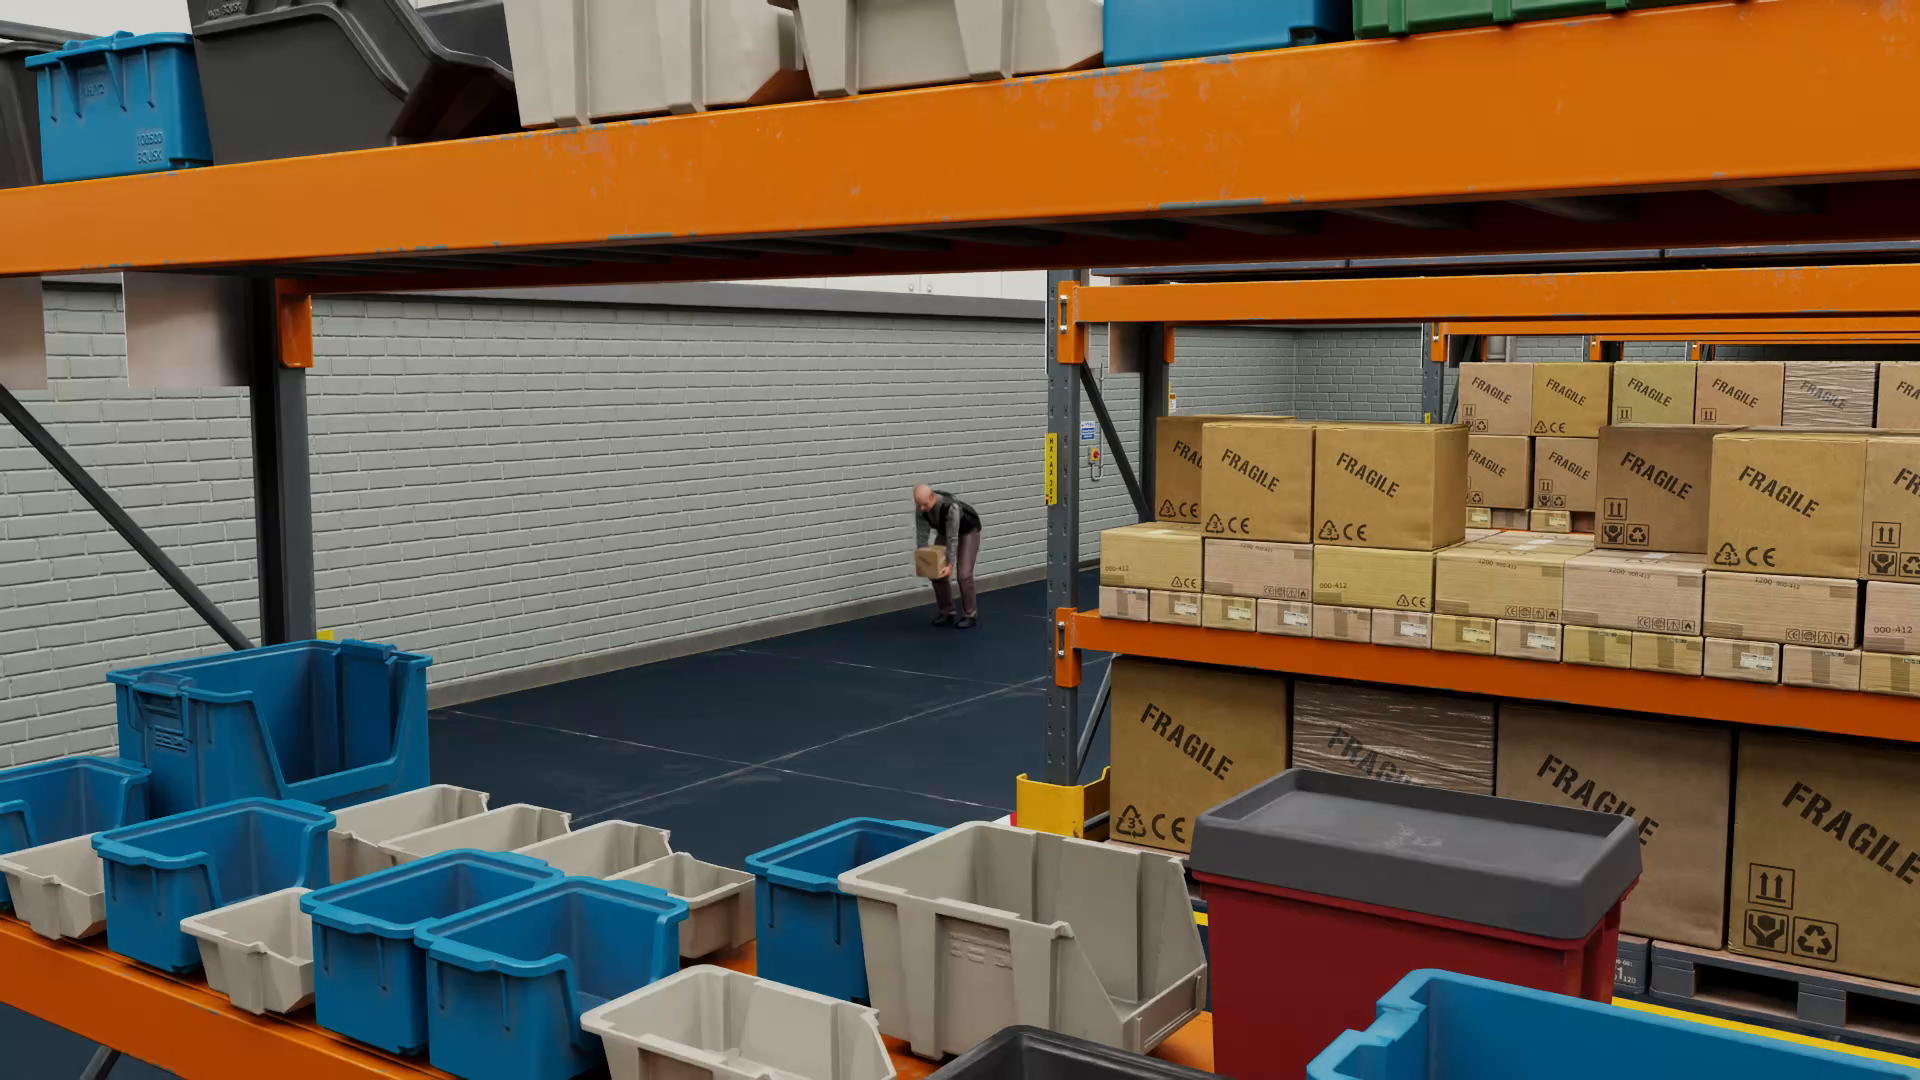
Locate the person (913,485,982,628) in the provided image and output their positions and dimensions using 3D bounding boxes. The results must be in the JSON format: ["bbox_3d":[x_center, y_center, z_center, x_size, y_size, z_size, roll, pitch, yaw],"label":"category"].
[{"bbox_3d":[-0.156,0.148,15.271,0.462,1.348,0.868,4,7,32],"label":"person"}]
